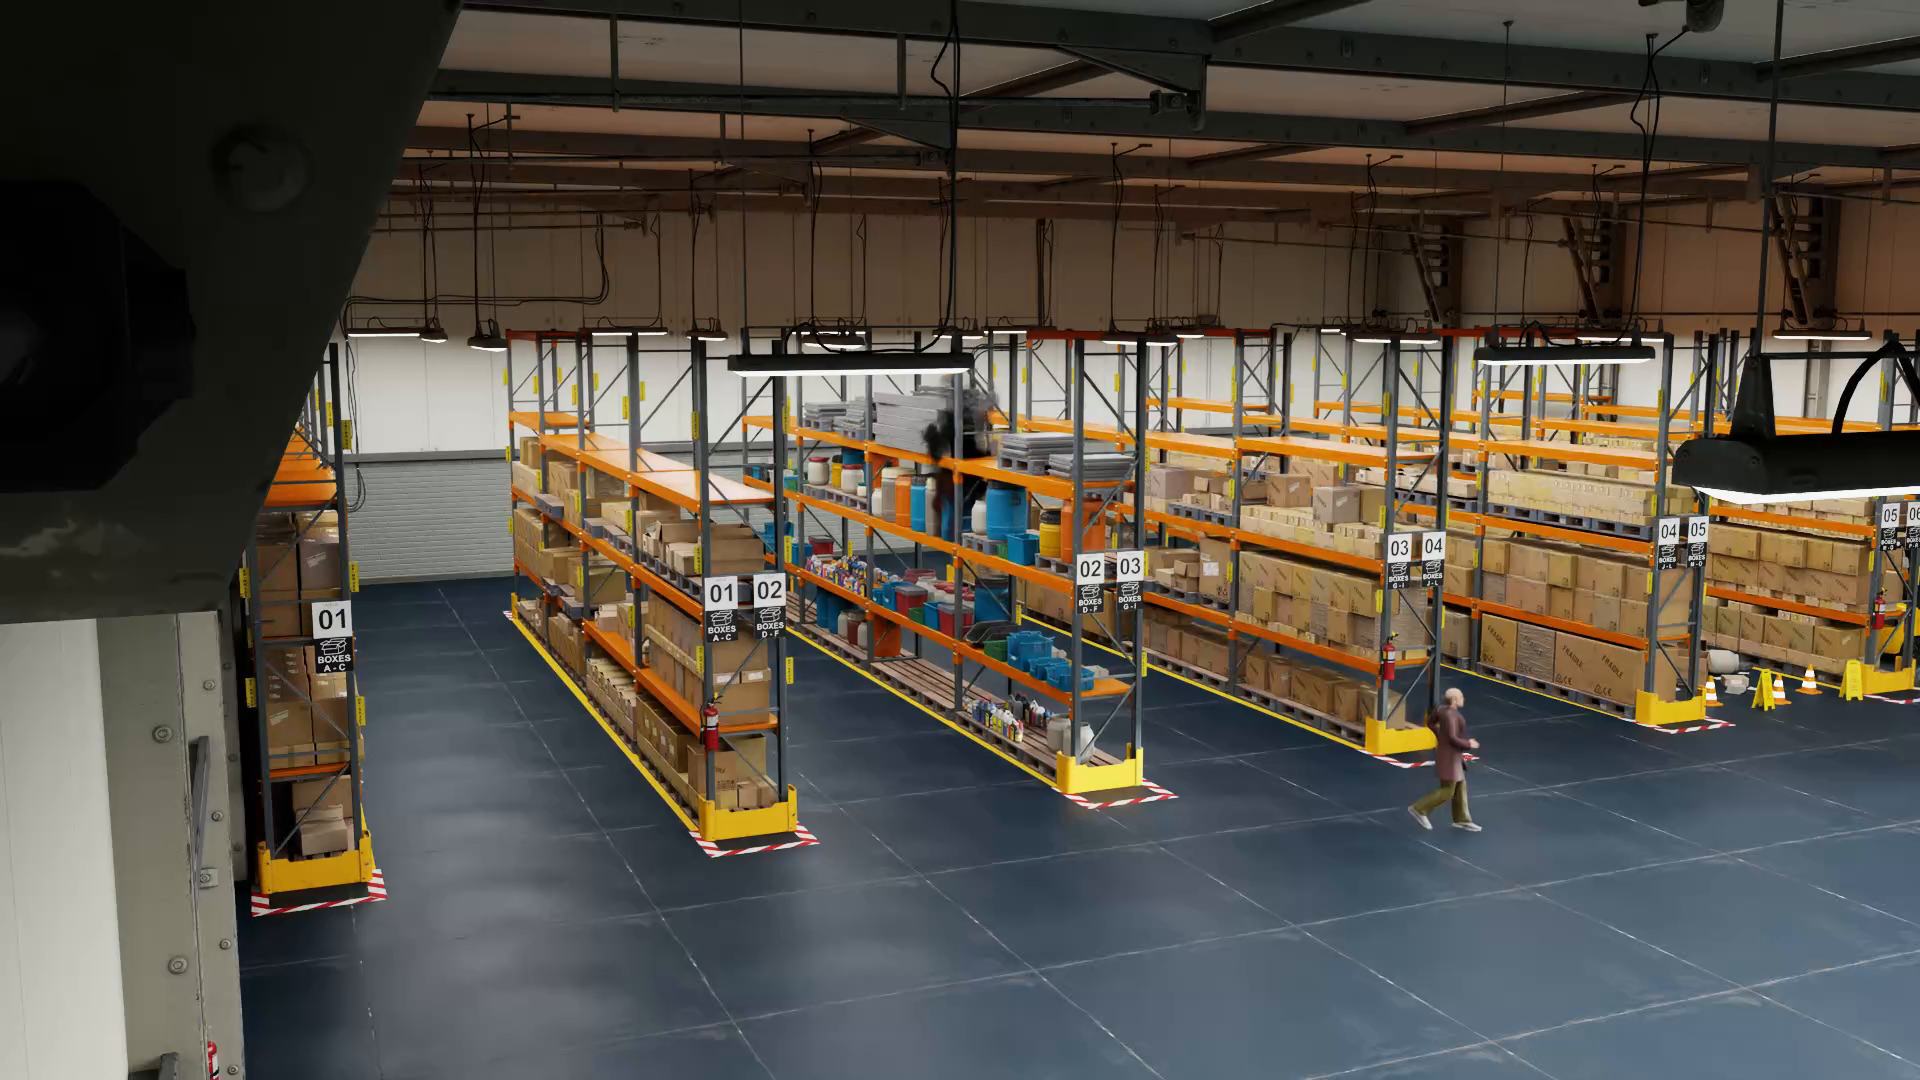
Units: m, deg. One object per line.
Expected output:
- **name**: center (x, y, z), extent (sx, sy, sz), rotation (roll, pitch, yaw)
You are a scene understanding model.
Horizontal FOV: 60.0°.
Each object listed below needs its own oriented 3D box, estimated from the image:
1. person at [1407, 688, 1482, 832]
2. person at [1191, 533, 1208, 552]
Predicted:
- **person**: center (5.959, 2.692, 20.357), extent (0.935, 1.798, 0.732), rotation (1, 8, 5)
- **person**: center (5.143, 0.676, 35.577), extent (0.647, 1.675, 0.637), rotation (-4, 9, -26)
